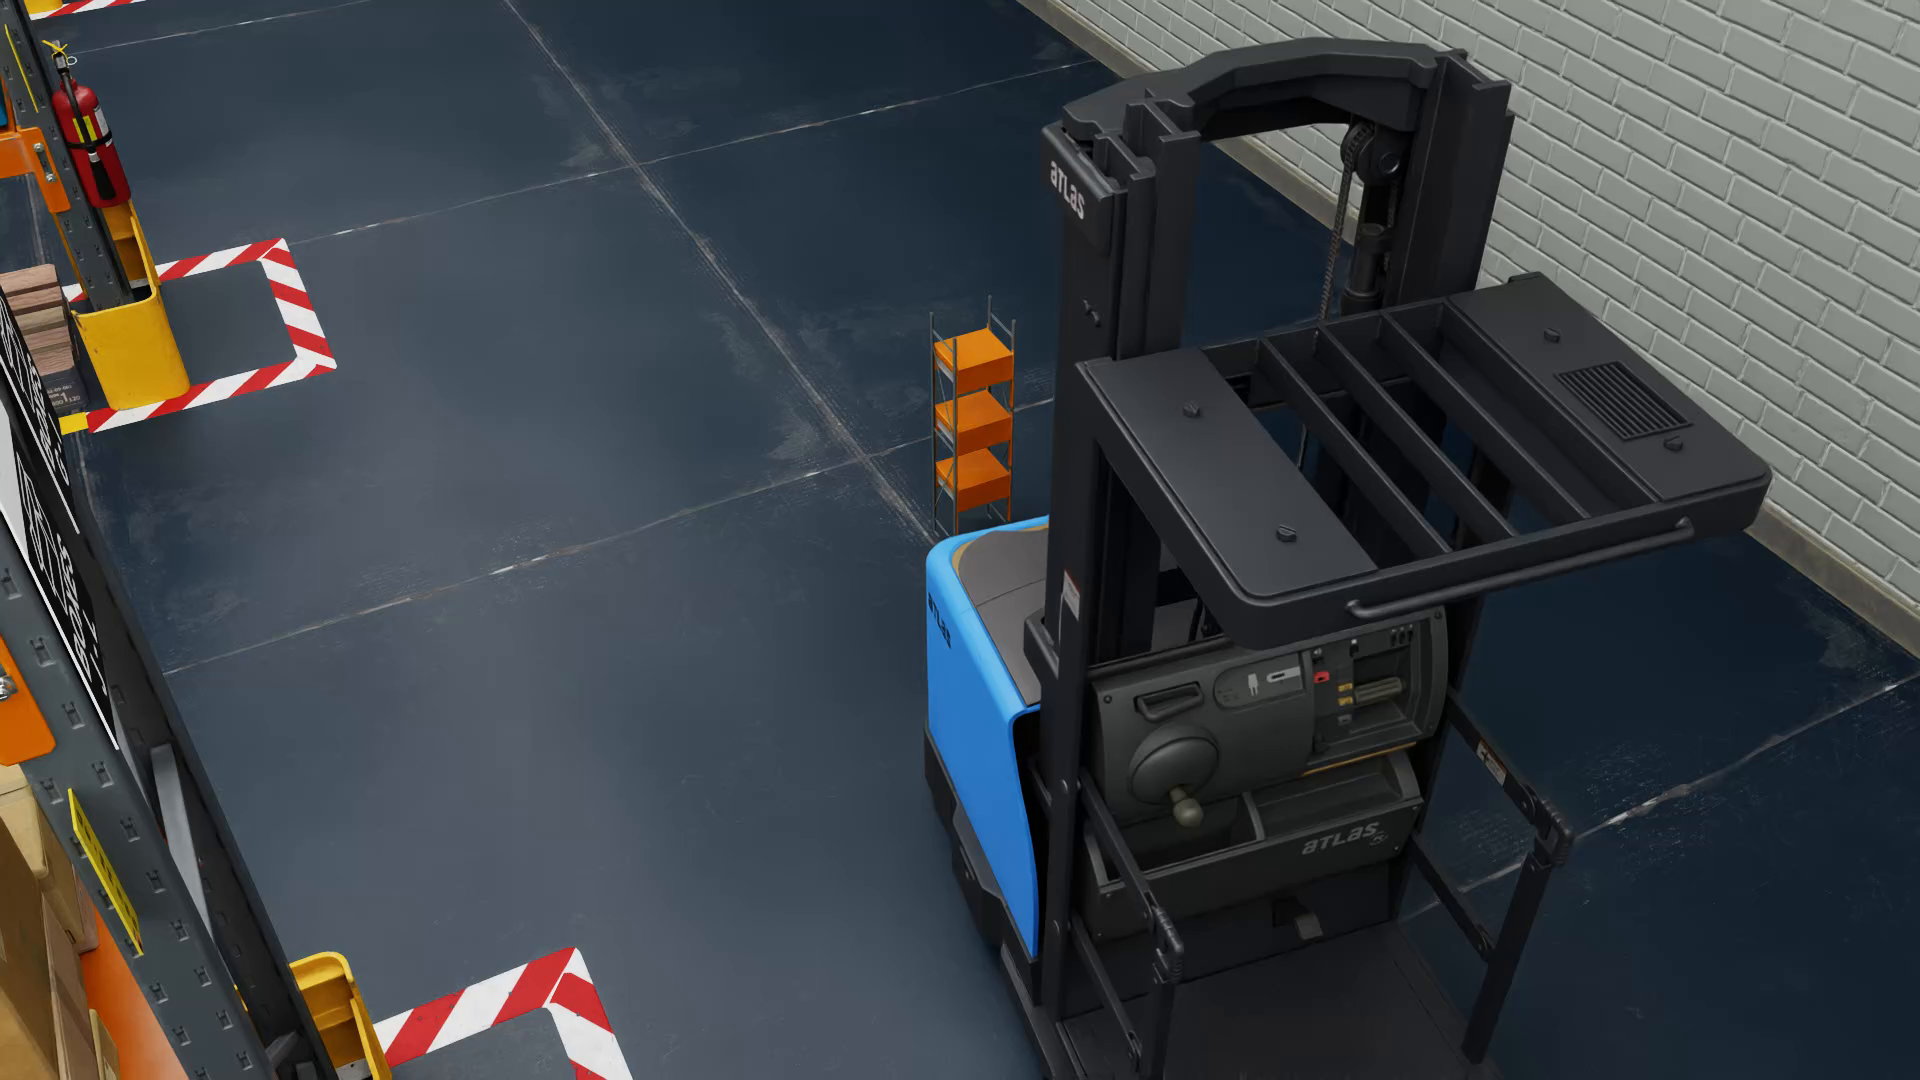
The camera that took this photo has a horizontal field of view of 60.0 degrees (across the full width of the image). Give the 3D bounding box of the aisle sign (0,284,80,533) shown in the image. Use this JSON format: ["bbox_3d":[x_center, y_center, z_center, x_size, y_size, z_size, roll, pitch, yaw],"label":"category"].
[{"bbox_3d":[-1.703,-0.426,2.919,0.004,0.787,0.394,-19,44,-21],"label":"aisle sign"}]

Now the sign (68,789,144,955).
[{"bbox_3d":[-1.390,0.543,2.708,0.005,0.325,0.100,-19,44,-21],"label":"sign"}]

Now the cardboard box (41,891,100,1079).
[{"bbox_3d":[-1.935,1.000,3.132,0.500,0.250,0.500,-19,44,-21],"label":"cardboard box"}]

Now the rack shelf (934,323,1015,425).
[{"bbox_3d":[0.047,-0.625,6.253,0.240,0.259,0.215,-19,44,-21],"label":"rack shelf"}]

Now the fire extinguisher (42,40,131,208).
[{"bbox_3d":[-3.572,-1.691,6.775,0.183,0.674,0.296,-19,44,-21],"label":"fire extinguisher"}]

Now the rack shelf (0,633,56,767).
[{"bbox_3d":[-3.402,0.486,2.089,4.000,0.370,1.077,-19,44,-21],"label":"rack shelf"}]

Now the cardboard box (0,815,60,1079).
[{"bbox_3d":[-1.939,0.713,2.891,0.500,0.500,0.500,-18,43,-20],"label":"cardboard box"}]

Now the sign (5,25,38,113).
[{"bbox_3d":[-3.647,-1.830,6.464,0.005,0.325,0.100,-19,44,-21],"label":"sign"}]

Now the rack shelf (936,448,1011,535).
[{"bbox_3d":[0.047,-0.196,6.616,0.240,0.259,0.215,-19,44,-21],"label":"rack shelf"}]

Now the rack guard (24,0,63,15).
[{"bbox_3d":[-6.268,-3.941,11.019,0.348,0.500,1.175,-19,44,-21],"label":"rack guard"}]

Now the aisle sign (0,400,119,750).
[{"bbox_3d":[-1.425,-0.082,2.513,0.004,0.787,0.394,-19,44,-21],"label":"aisle sign"}]

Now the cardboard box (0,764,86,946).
[{"bbox_3d":[-2.178,0.692,3.496,0.500,0.250,0.500,-20,44,-22],"label":"cardboard box"}]

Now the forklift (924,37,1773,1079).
[{"bbox_3d":[0.840,0.503,3.887,1.130,2.935,3.031,-13,42,-14],"label":"forklift"}]

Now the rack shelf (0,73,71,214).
[{"bbox_3d":[-5.690,-1.207,6.411,4.000,0.370,1.077,-19,44,-21],"label":"rack shelf"}]

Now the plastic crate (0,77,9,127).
[{"bbox_3d":[-4.126,-1.908,6.608,0.499,0.435,0.616,-19,44,-21],"label":"plastic crate"}]

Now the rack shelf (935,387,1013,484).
[{"bbox_3d":[0.047,-0.409,6.436,0.240,0.259,0.215,-19,44,-21],"label":"rack shelf"}]

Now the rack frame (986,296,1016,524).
[{"bbox_3d":[0.156,-0.453,6.473,0.008,1.050,0.200,-19,44,-21],"label":"rack frame"}]

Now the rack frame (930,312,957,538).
[{"bbox_3d":[-0.061,-0.380,6.387,0.008,1.050,0.200,-19,44,-21],"label":"rack frame"}]

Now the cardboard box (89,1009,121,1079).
[{"bbox_3d":[-1.792,1.151,3.263,0.250,0.149,0.380,-18,43,-20],"label":"cardboard box"}]

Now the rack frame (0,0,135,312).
[{"bbox_3d":[-3.916,-2.078,6.884,0.127,3.000,1.000,-19,44,-21],"label":"rack frame"}]

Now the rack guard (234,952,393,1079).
[{"bbox_3d":[-1.607,1.707,4.347,0.348,0.500,1.175,-19,44,-21],"label":"rack guard"}]

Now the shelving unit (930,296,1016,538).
[{"bbox_3d":[0.047,-0.417,6.430,0.252,1.050,0.215,-19,44,-21],"label":"shelving unit"}]

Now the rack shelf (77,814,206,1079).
[{"bbox_3d":[-3.402,1.631,3.058,4.000,0.370,1.077,-19,44,-21],"label":"rack shelf"}]

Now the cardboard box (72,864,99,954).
[{"bbox_3d":[-2.095,0.773,3.710,0.250,0.149,0.380,-18,43,-20],"label":"cardboard box"}]

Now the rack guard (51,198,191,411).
[{"bbox_3d":[-3.900,-1.139,7.708,0.348,0.500,1.175,-19,44,-21],"label":"rack guard"}]

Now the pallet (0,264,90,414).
[{"bbox_3d":[-4.665,-0.790,7.520,1.213,0.211,1.003,-19,44,-21],"label":"pallet"}]

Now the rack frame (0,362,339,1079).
[{"bbox_3d":[-1.626,0.762,3.528,0.053,2.616,0.949,-19,44,-21],"label":"rack frame"}]
